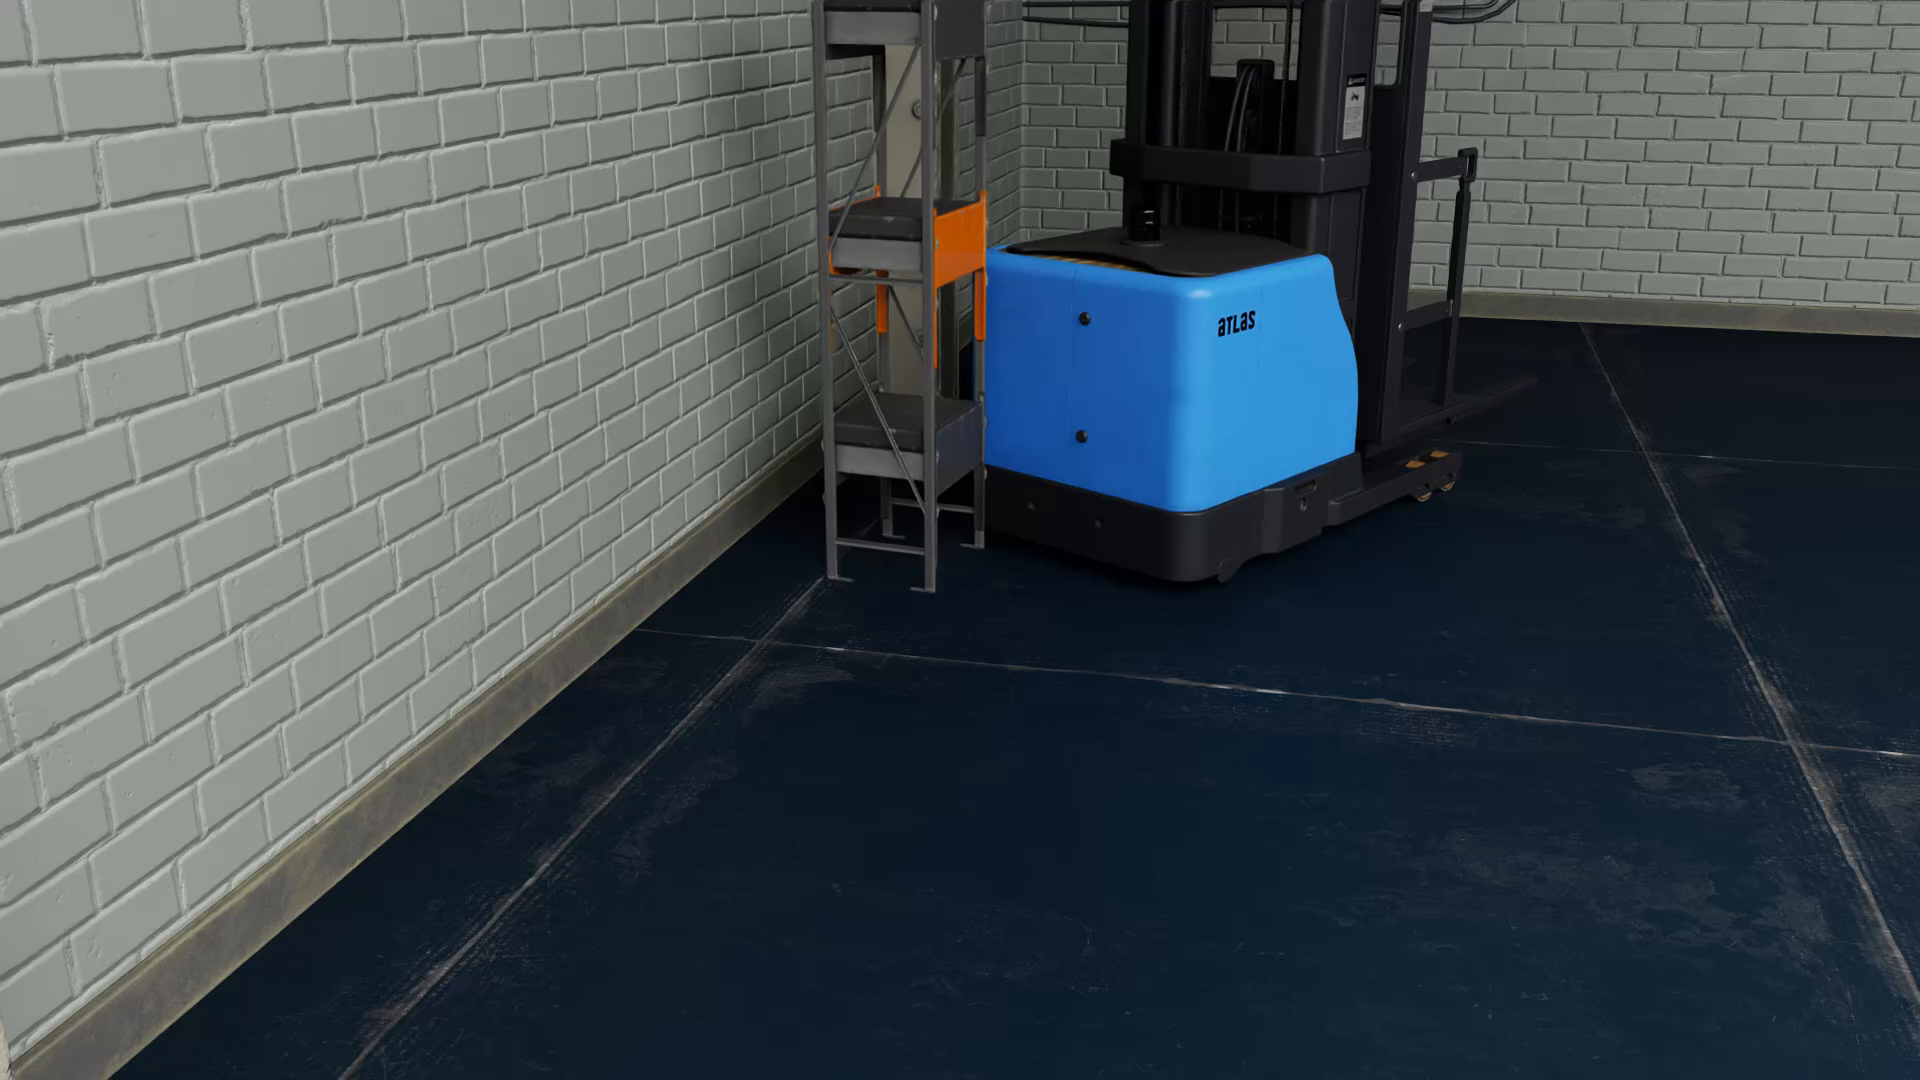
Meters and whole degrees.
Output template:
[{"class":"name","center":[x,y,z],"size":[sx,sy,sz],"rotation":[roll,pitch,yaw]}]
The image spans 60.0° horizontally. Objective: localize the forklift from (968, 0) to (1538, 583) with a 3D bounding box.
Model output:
[{"class":"forklift","center":[1.399,-1.638,6.447],"size":[1.130,2.935,3.031],"rotation":[17,25,40]}]

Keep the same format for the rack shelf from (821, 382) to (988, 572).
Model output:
[{"class":"rack shelf","center":[-0.186,-0.233,5.829],"size":[0.431,0.518,0.480],"rotation":[7,20,20]}]

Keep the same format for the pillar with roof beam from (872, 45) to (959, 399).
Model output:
[{"class":"pillar with roof beam","center":[3.973,-4.563,5.625],"size":[9.100,9.000,0.400],"rotation":[5,19,13]}]

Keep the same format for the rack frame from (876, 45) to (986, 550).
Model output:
[{"class":"rack frame","center":[-0.100,-0.982,5.814],"size":[0.400,2.100,0.015],"rotation":[7,20,20]}]

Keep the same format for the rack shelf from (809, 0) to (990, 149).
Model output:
[{"class":"rack shelf","center":[-0.186,-1.558,5.377],"size":[0.431,0.518,0.480],"rotation":[7,20,20]}]

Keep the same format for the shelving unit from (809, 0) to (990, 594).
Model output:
[{"class":"shelving unit","center":[-0.186,-0.908,5.598],"size":[0.431,2.100,0.503],"rotation":[7,20,20]}]

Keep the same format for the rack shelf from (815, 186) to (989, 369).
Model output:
[{"class":"rack shelf","center":[-0.186,-0.895,5.603],"size":[0.431,0.518,0.480],"rotation":[7,20,20]}]

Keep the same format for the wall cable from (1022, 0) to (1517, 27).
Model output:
[{"class":"wall cable","center":[1.800,-4.253,9.520],"size":[3.097,2.526,0.112],"rotation":[5,19,13]}]

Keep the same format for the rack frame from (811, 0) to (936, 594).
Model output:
[{"class":"rack frame","center":[-0.273,-0.835,5.382],"size":[0.400,2.100,0.015],"rotation":[7,20,20]}]
